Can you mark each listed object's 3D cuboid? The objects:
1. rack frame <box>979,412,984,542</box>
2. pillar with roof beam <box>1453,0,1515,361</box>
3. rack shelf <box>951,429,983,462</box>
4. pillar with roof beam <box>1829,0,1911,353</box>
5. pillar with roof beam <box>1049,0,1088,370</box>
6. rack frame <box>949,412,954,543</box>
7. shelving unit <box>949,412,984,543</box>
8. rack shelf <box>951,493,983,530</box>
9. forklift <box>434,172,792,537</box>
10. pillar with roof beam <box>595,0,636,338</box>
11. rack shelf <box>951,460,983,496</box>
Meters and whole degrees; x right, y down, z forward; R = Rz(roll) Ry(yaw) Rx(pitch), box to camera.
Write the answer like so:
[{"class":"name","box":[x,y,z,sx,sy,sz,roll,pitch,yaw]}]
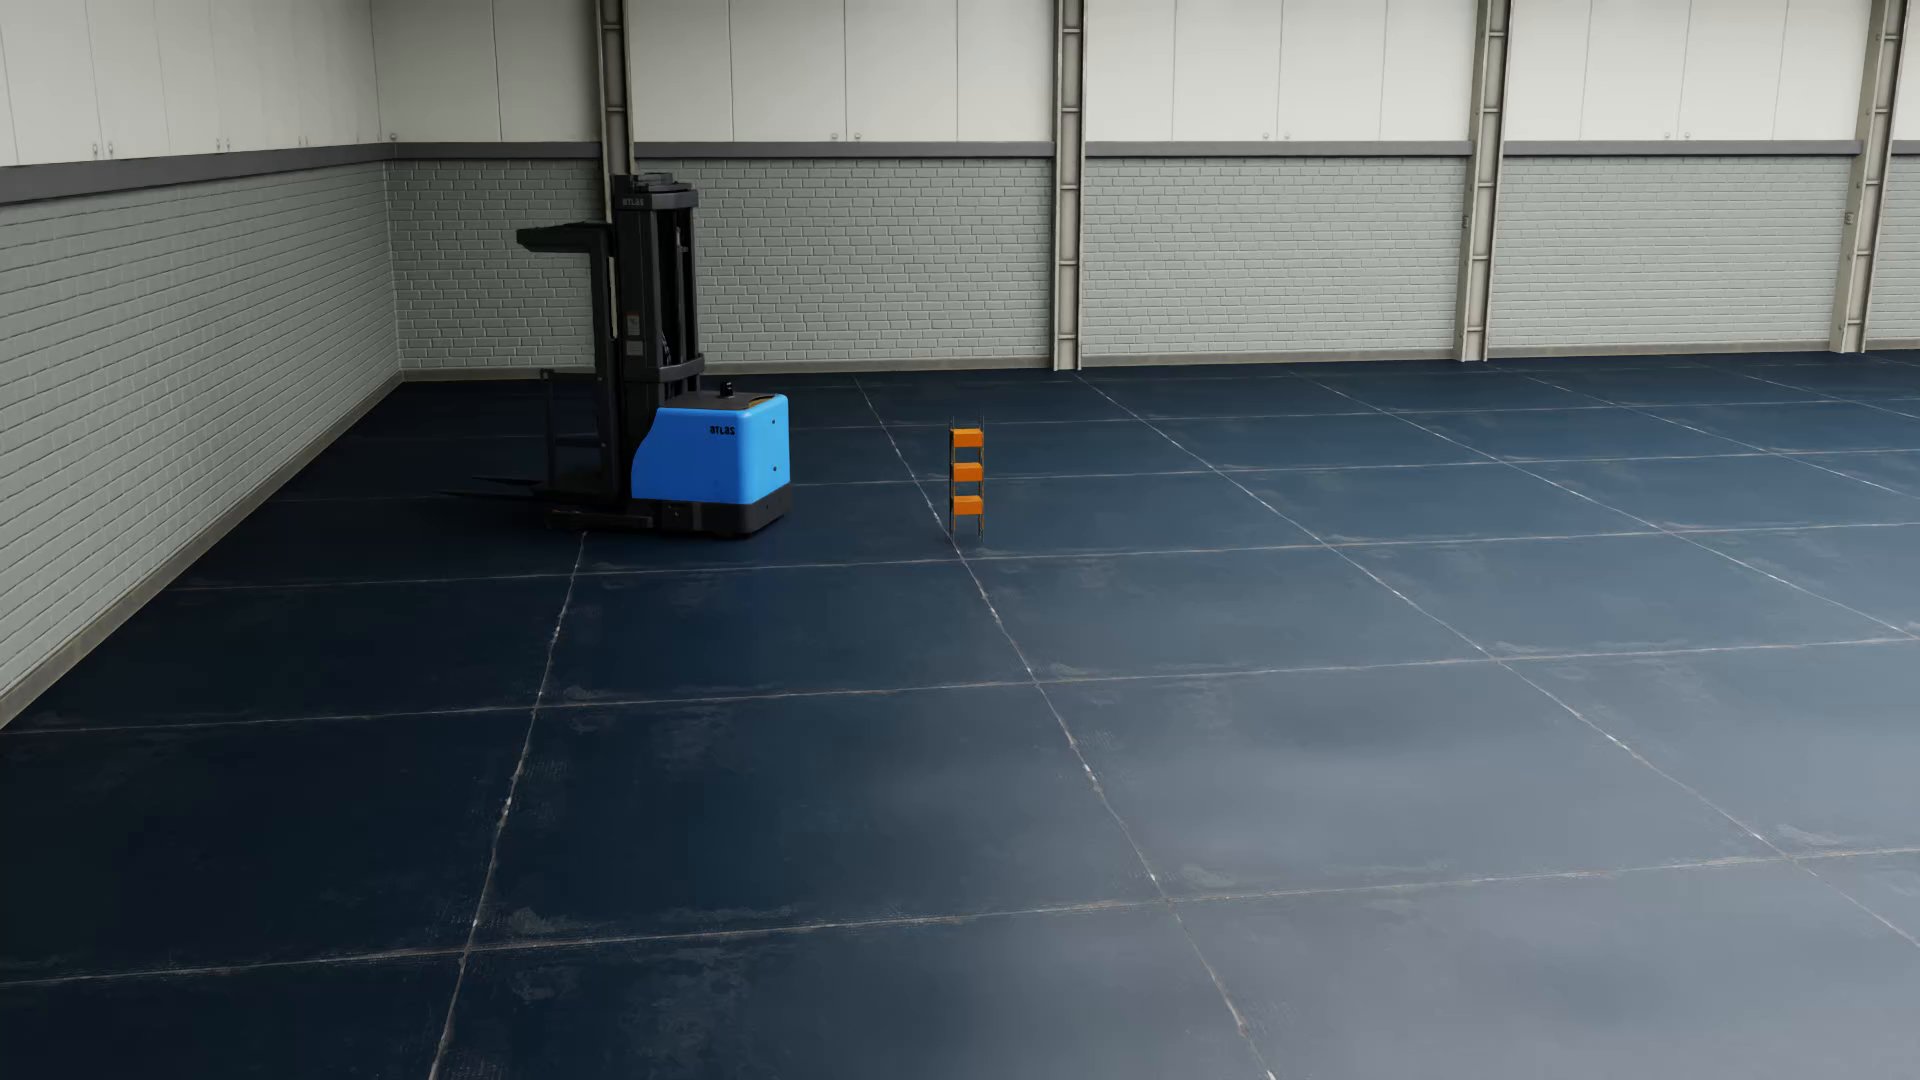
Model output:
[{"class":"rack frame","box":[0.174,-0.516,13.619,0.008,1.050,0.200,-2,14,-8]},{"class":"pillar with roof beam","box":[8.049,-5.950,18.947,0.400,9.000,9.100,-2,14,-8]},{"class":"rack shelf","box":[0.053,-0.776,13.535,0.240,0.259,0.215,-2,14,-8]},{"class":"pillar with roof beam","box":[13.982,-6.167,19.814,0.400,9.000,9.100,-2,14,-8]},{"class":"pillar with roof beam","box":[2.116,-5.732,18.080,0.400,9.000,9.100,-2,14,-8]},{"class":"rack frame","box":[-0.068,-0.507,13.584,0.008,1.050,0.200,-2,14,-8]},{"class":"shelving unit","box":[0.053,-0.511,13.602,0.252,1.050,0.215,-2,14,-8]},{"class":"rack shelf","box":[0.053,-0.231,13.672,0.240,0.259,0.215,-2,14,-8]},{"class":"forklift","box":[-3.042,-1.618,14.146,3.031,2.935,1.130,4,15,14]},{"class":"pillar with roof beam","box":[-3.817,-5.515,17.213,0.400,9.000,9.100,-2,14,-8]},{"class":"rack shelf","box":[0.053,-0.501,13.604,0.240,0.259,0.215,-2,14,-8]}]
